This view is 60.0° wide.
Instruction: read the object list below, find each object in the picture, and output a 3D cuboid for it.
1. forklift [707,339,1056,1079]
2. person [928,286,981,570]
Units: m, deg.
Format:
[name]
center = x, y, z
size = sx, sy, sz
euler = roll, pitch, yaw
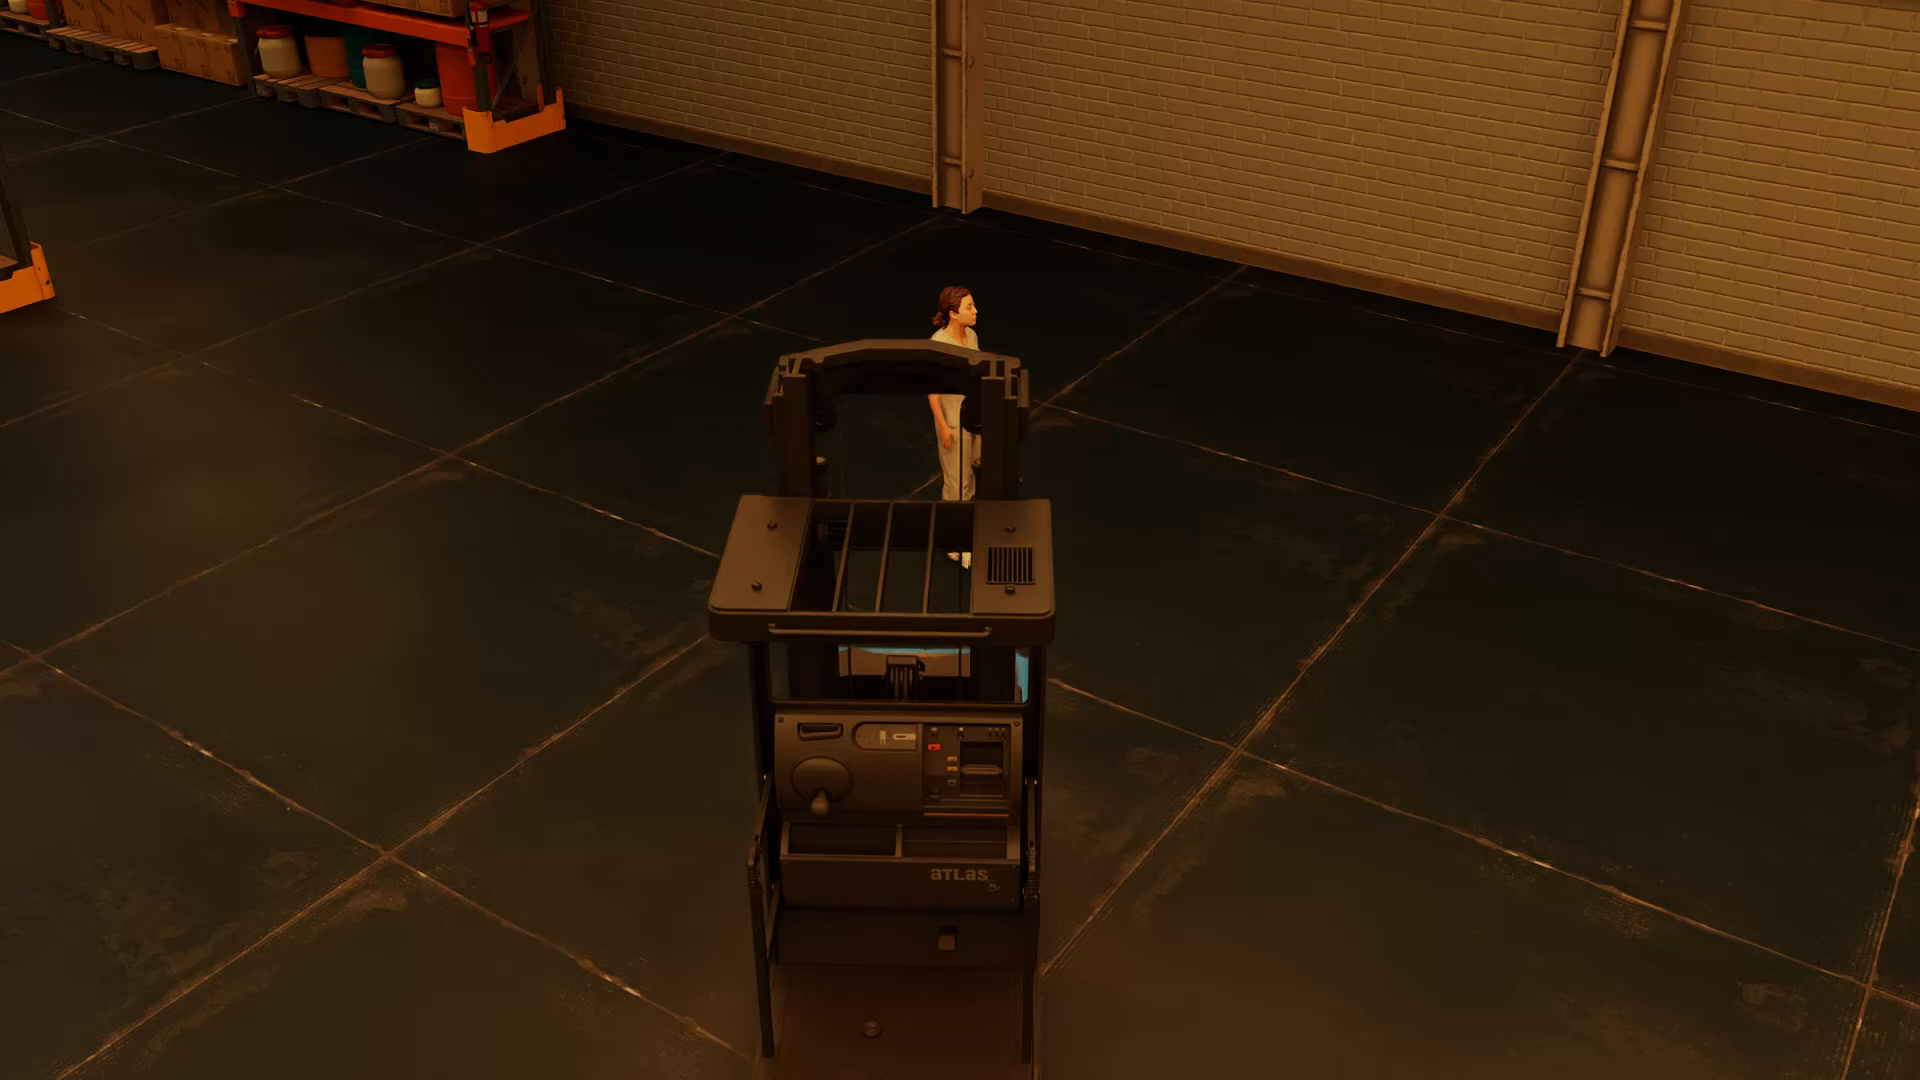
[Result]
[forklift]
center = -0.234, 0.888, 6.052
size = 1.130, 2.935, 3.031
euler = 1, 30, 1
[person]
center = 0.054, -0.705, 10.030
size = 0.548, 1.673, 0.549
euler = 19, 35, 29
